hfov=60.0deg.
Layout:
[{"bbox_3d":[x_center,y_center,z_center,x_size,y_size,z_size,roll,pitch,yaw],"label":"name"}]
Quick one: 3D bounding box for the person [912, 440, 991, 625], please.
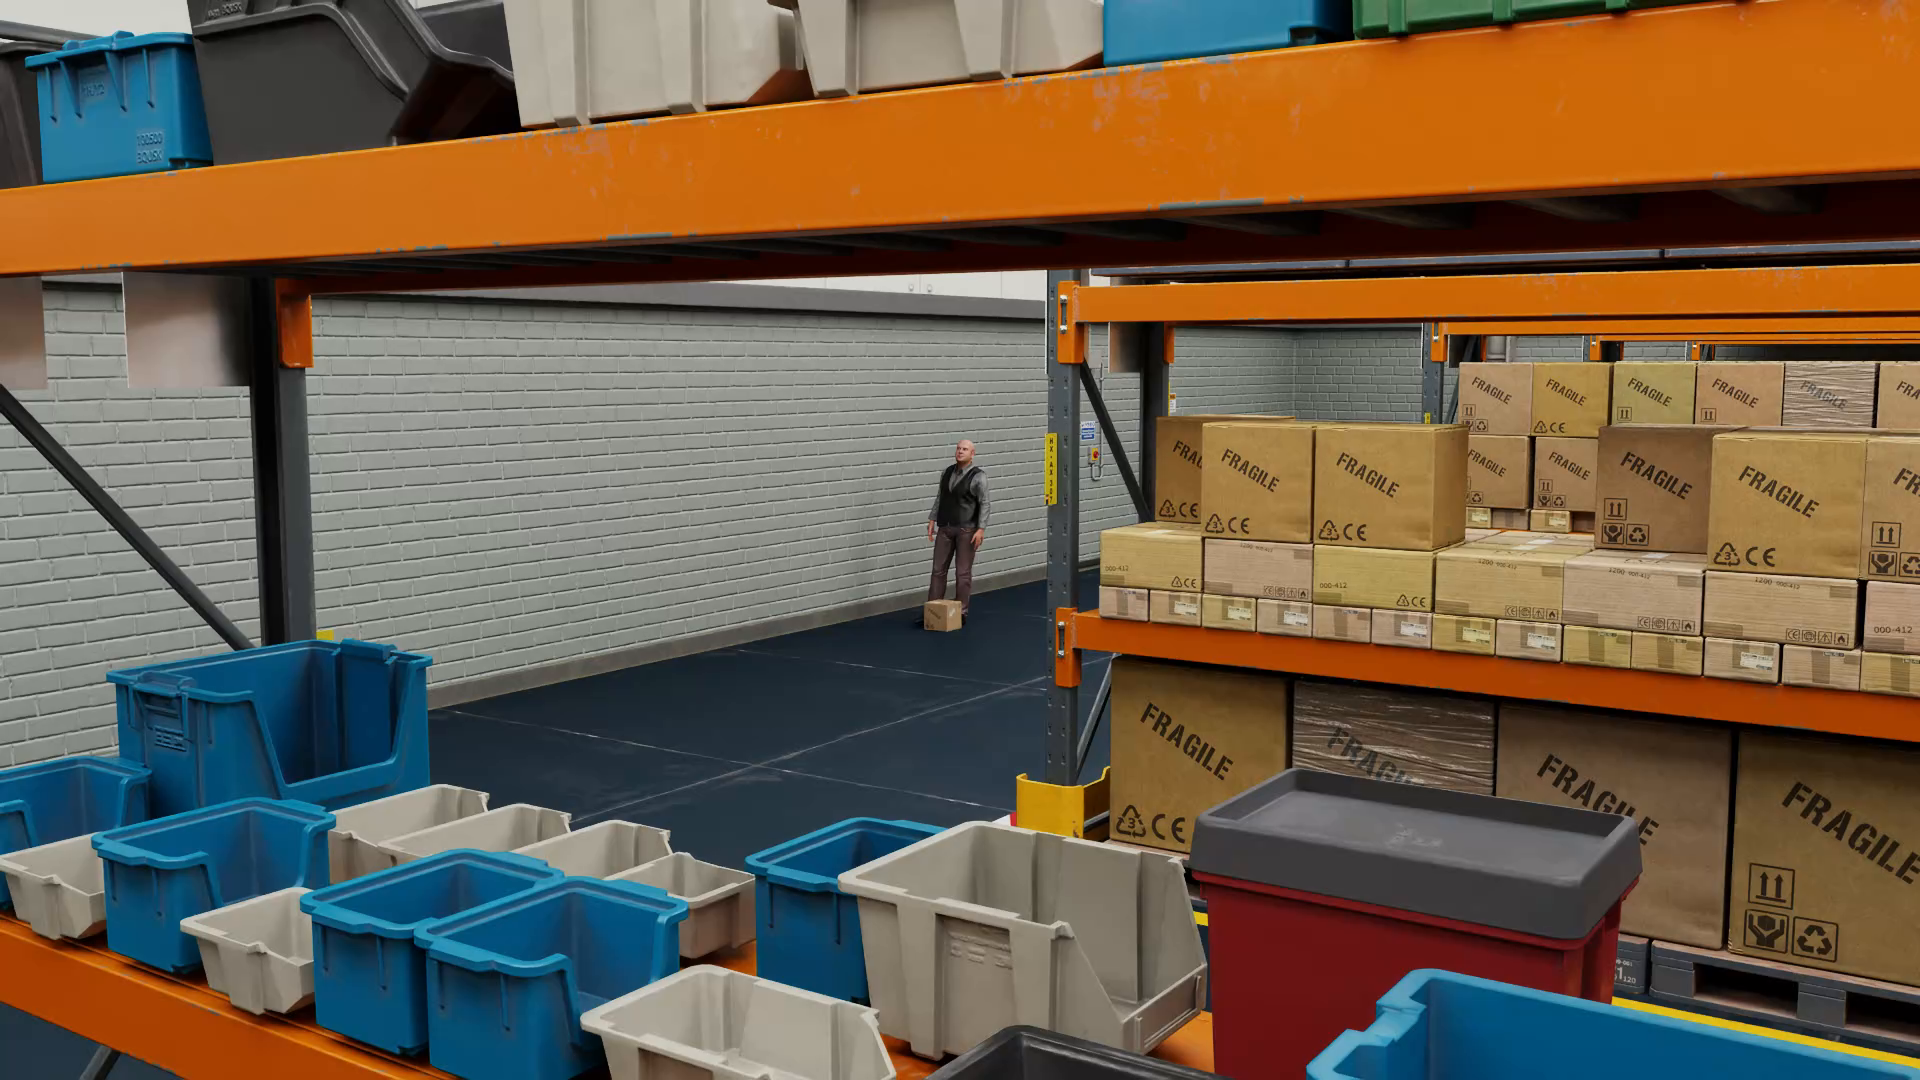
[{"bbox_3d":[-0.063,-0.067,15.415,0.632,1.720,0.552,4,8,34],"label":"person"}]
